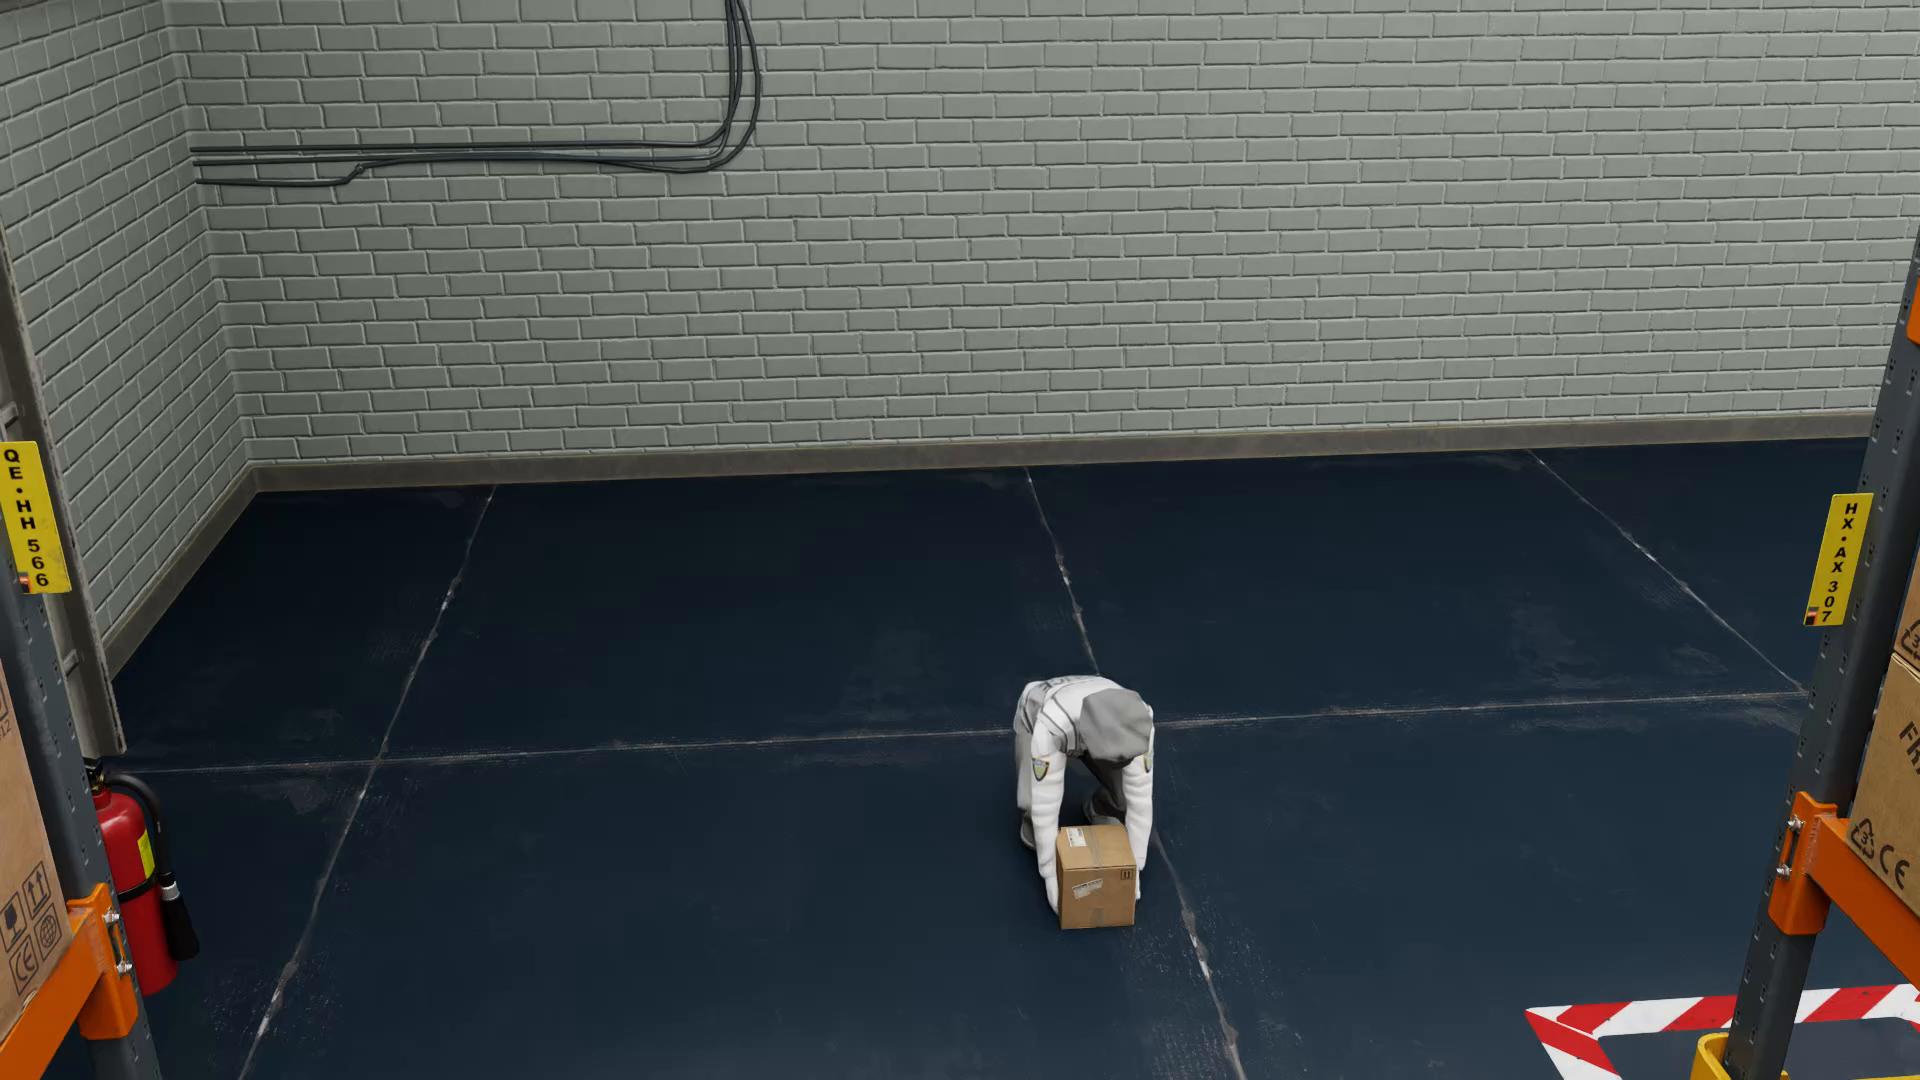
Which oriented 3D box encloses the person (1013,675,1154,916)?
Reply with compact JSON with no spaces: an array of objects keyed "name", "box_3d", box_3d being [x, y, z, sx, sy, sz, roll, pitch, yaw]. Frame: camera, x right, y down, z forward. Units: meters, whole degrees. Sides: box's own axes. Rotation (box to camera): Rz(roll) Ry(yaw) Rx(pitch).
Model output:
[{"name":"person","box_3d":[0.431,0.779,5.898,0.478,0.851,0.863,-2,24,-5]}]
